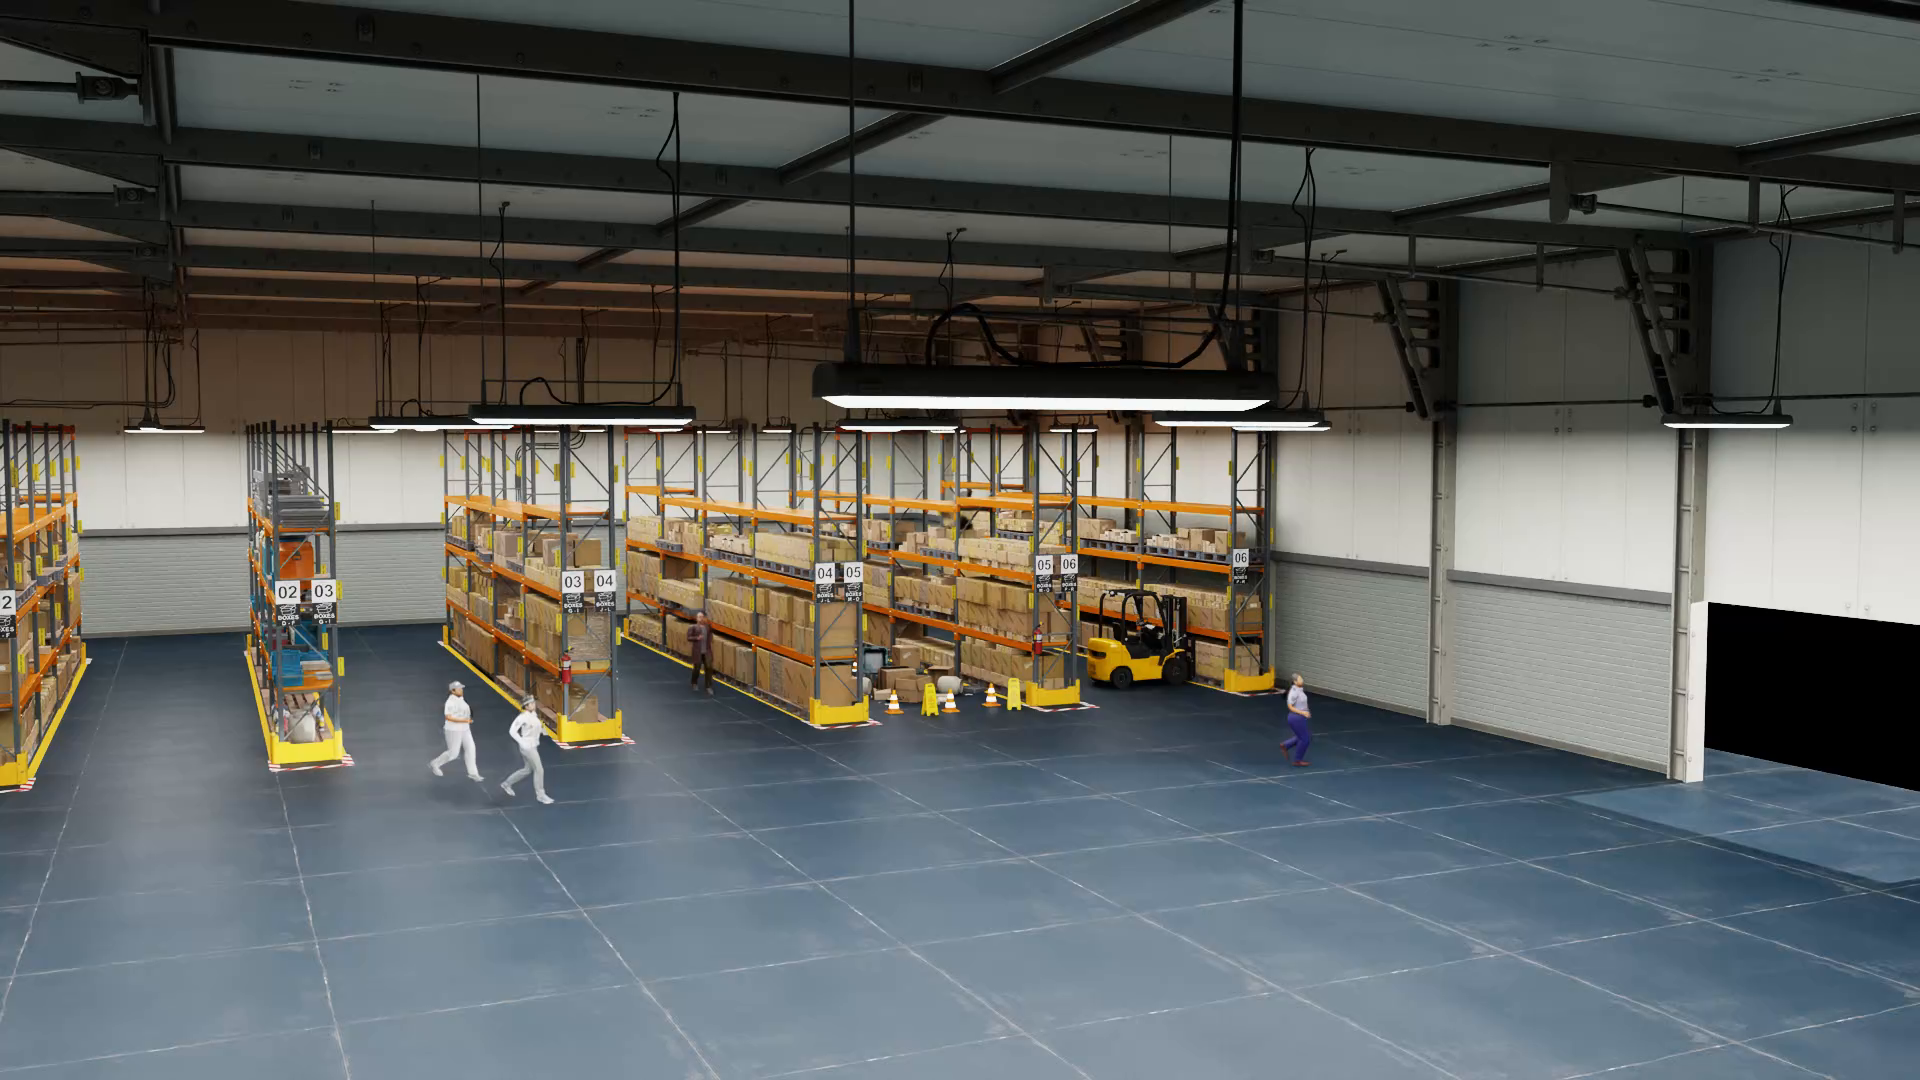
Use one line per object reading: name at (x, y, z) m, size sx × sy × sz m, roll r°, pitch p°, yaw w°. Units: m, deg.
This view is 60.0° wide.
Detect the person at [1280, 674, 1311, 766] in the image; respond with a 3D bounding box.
person at (5.833, 3.116, 28.922) m, size 0.578 × 1.593 × 0.605 m, roll 1°, pitch 4°, yaw 20°

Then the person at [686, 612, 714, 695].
person at (-5.732, 2.495, 36.844) m, size 0.698 × 1.794 × 0.968 m, roll -2°, pitch 4°, yaw -28°

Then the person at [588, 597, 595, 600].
person at (-10.699, 1.890, 46.852) m, size 0.720 × 1.729 × 0.962 m, roll 1°, pitch 4°, yaw 21°

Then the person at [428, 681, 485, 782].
person at (-8.347, 3.175, 27.557) m, size 0.931 × 1.676 × 0.619 m, roll 1°, pitch 4°, yaw 9°

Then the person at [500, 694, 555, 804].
person at (-6.765, 3.254, 25.988) m, size 0.860 × 1.710 × 0.603 m, roll 0°, pitch 4°, yaw 3°
